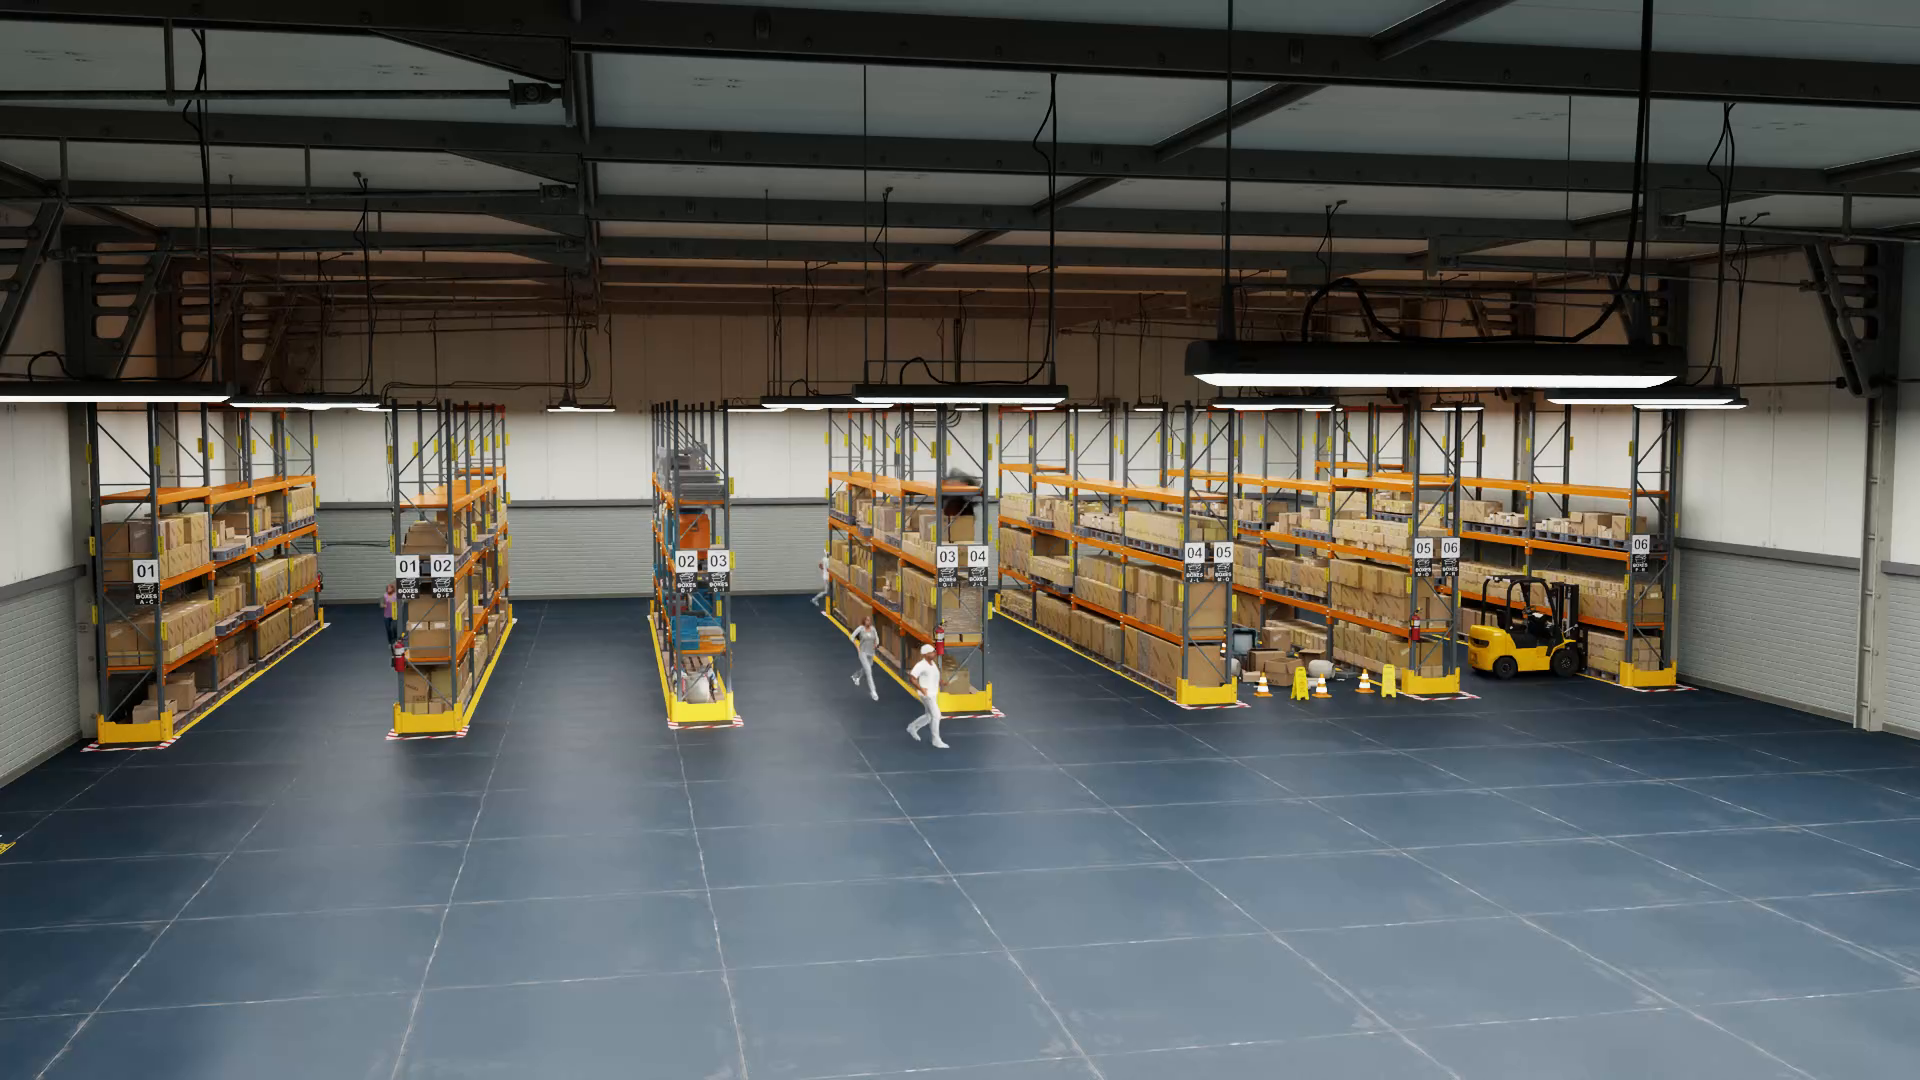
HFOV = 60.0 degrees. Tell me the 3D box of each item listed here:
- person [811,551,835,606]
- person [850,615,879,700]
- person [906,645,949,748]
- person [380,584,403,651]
[{"bbox_3d":[-3.899,1.174,48.806,0.948,1.828,0.715,-1,4,-8],"label":"person"},{"bbox_3d":[-1.831,2.248,32.421,0.506,1.599,1.035,-3,5,-36],"label":"person"},{"bbox_3d":[-0.575,2.681,28.686,0.826,1.766,0.701,2,5,20],"label":"person"},{"bbox_3d":[-13.808,1.886,40.359,0.514,1.631,0.653,-1,4,-14],"label":"person"}]
